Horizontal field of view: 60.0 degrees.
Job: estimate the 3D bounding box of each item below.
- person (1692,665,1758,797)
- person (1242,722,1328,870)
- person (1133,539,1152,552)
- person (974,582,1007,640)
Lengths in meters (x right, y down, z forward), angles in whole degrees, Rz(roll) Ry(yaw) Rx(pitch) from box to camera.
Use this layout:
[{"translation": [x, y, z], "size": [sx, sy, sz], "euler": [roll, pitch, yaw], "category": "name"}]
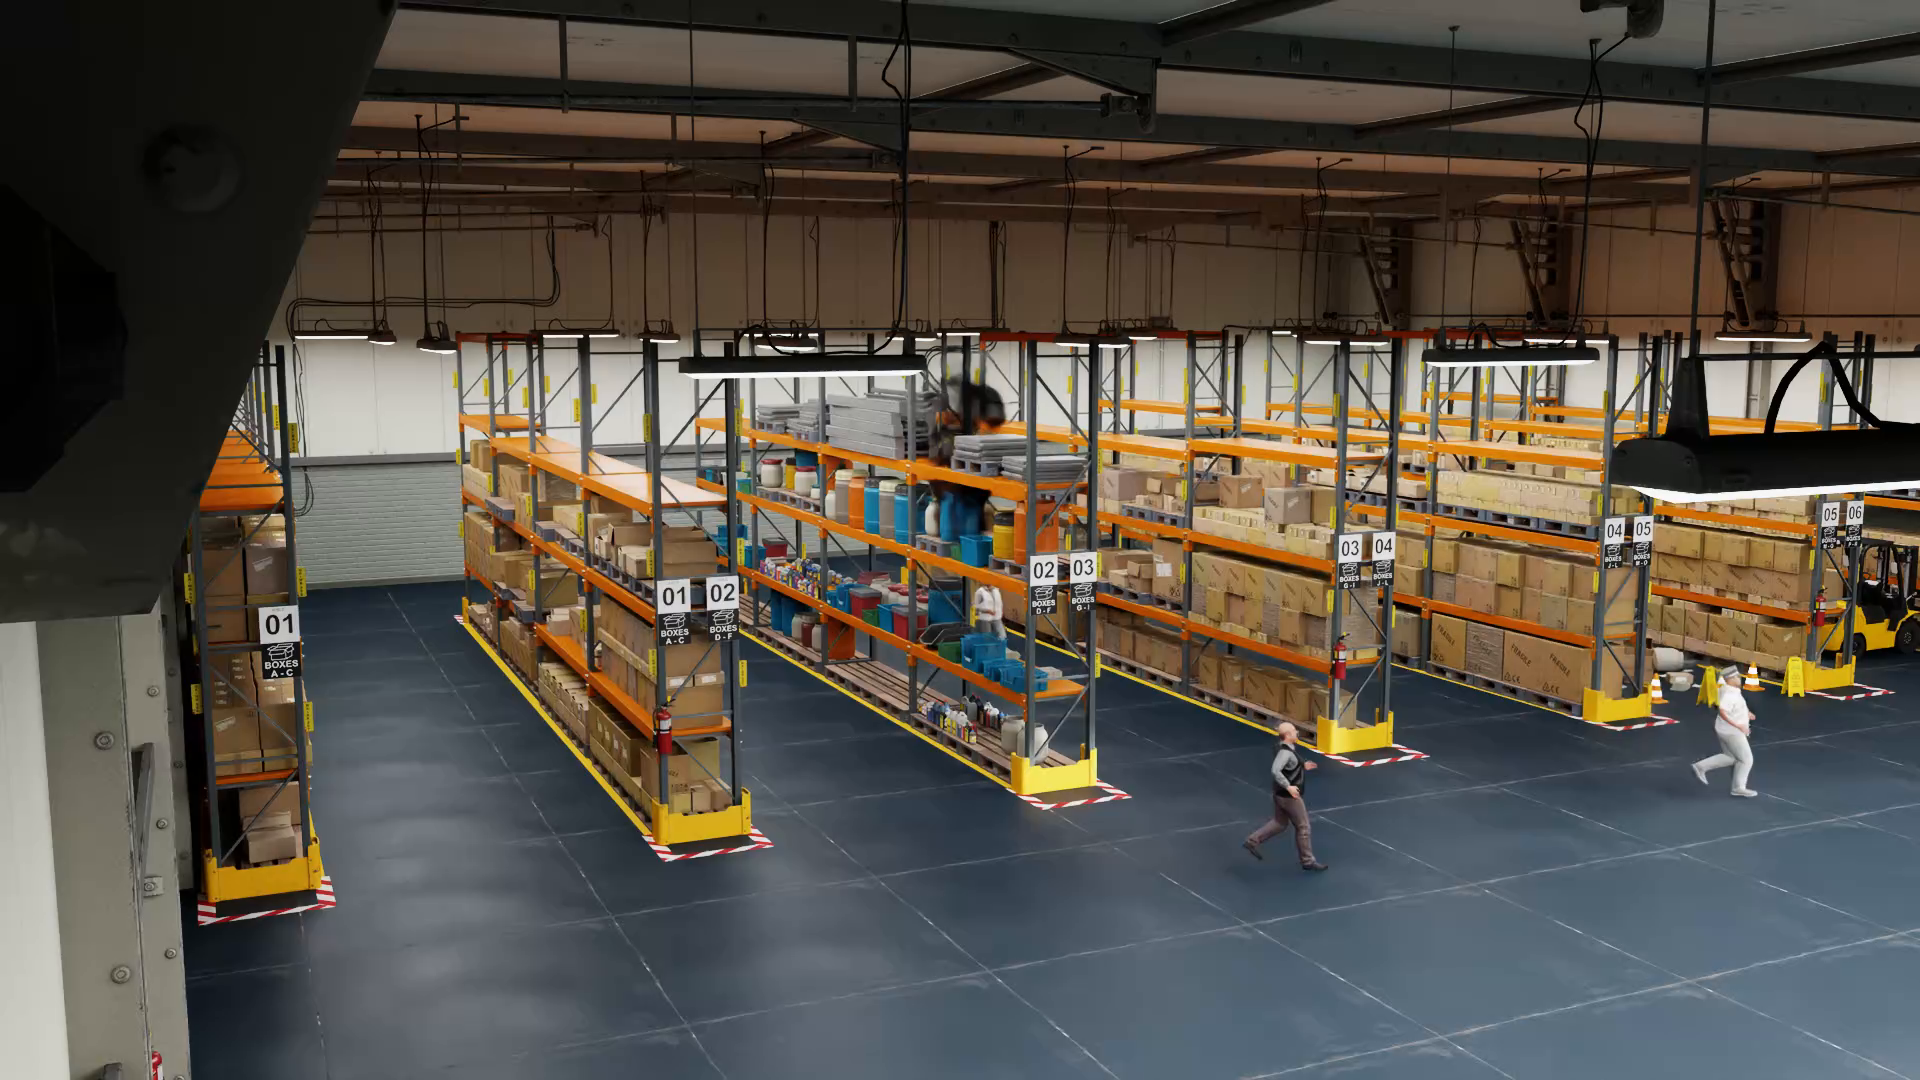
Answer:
[{"translation": [10.161, 2.513, 21.990], "size": [0.802, 1.739, 0.673], "euler": [2, 8, 15], "category": "person"}, {"translation": [3.732, 2.916, 18.977], "size": [0.964, 1.698, 0.662], "euler": [0, 8, 0], "category": "person"}, {"translation": [4.613, -0.180, 41.806], "size": [0.655, 1.707, 0.705], "euler": [4, 9, 28], "category": "person"}, {"translation": [0.555, 1.382, 30.020], "size": [0.667, 1.661, 0.686], "euler": [-4, 9, -27], "category": "person"}]
